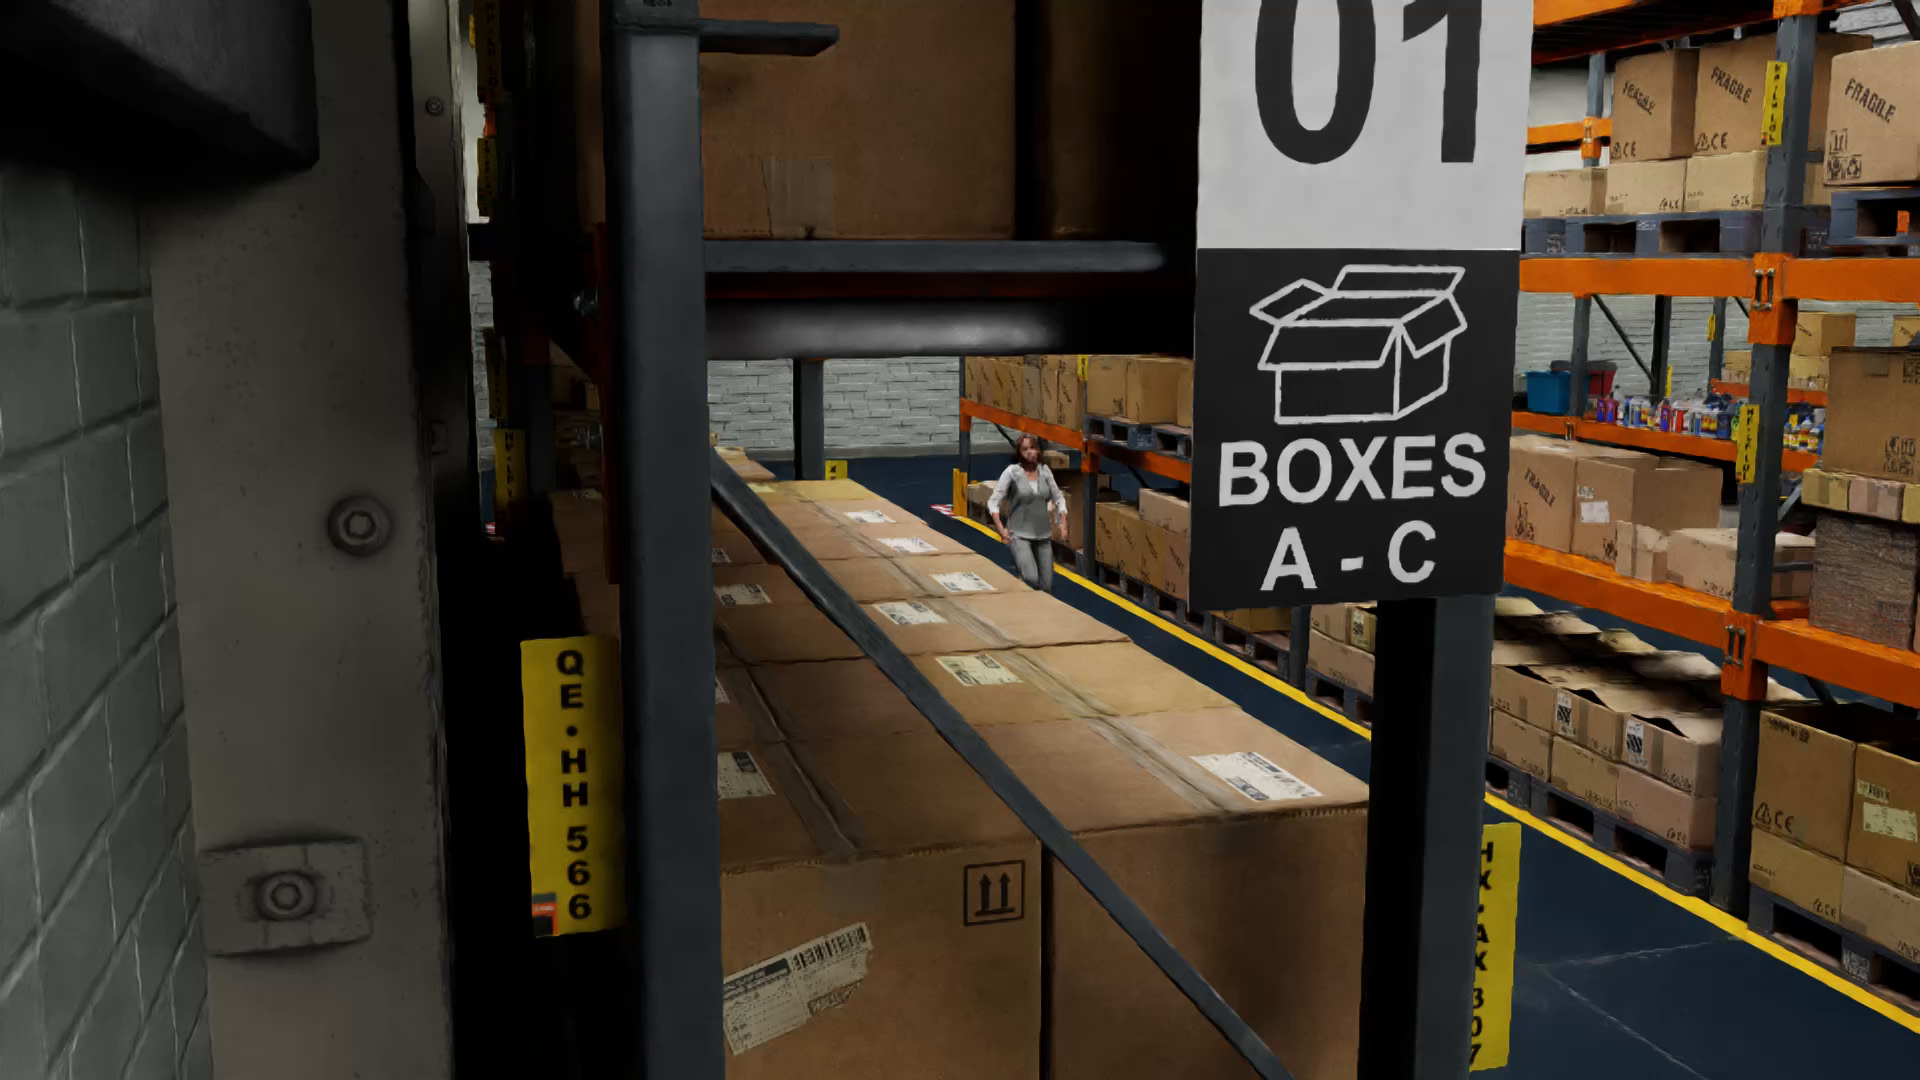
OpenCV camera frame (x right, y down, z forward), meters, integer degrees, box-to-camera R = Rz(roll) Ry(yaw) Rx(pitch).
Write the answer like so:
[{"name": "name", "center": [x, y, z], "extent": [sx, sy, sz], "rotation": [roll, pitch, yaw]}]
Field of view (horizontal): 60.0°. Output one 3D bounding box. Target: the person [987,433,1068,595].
[{"name": "person", "center": [0.545, 0.004, 12.154], "extent": [0.584, 1.566, 0.435], "rotation": [-5, 11, -28]}]
